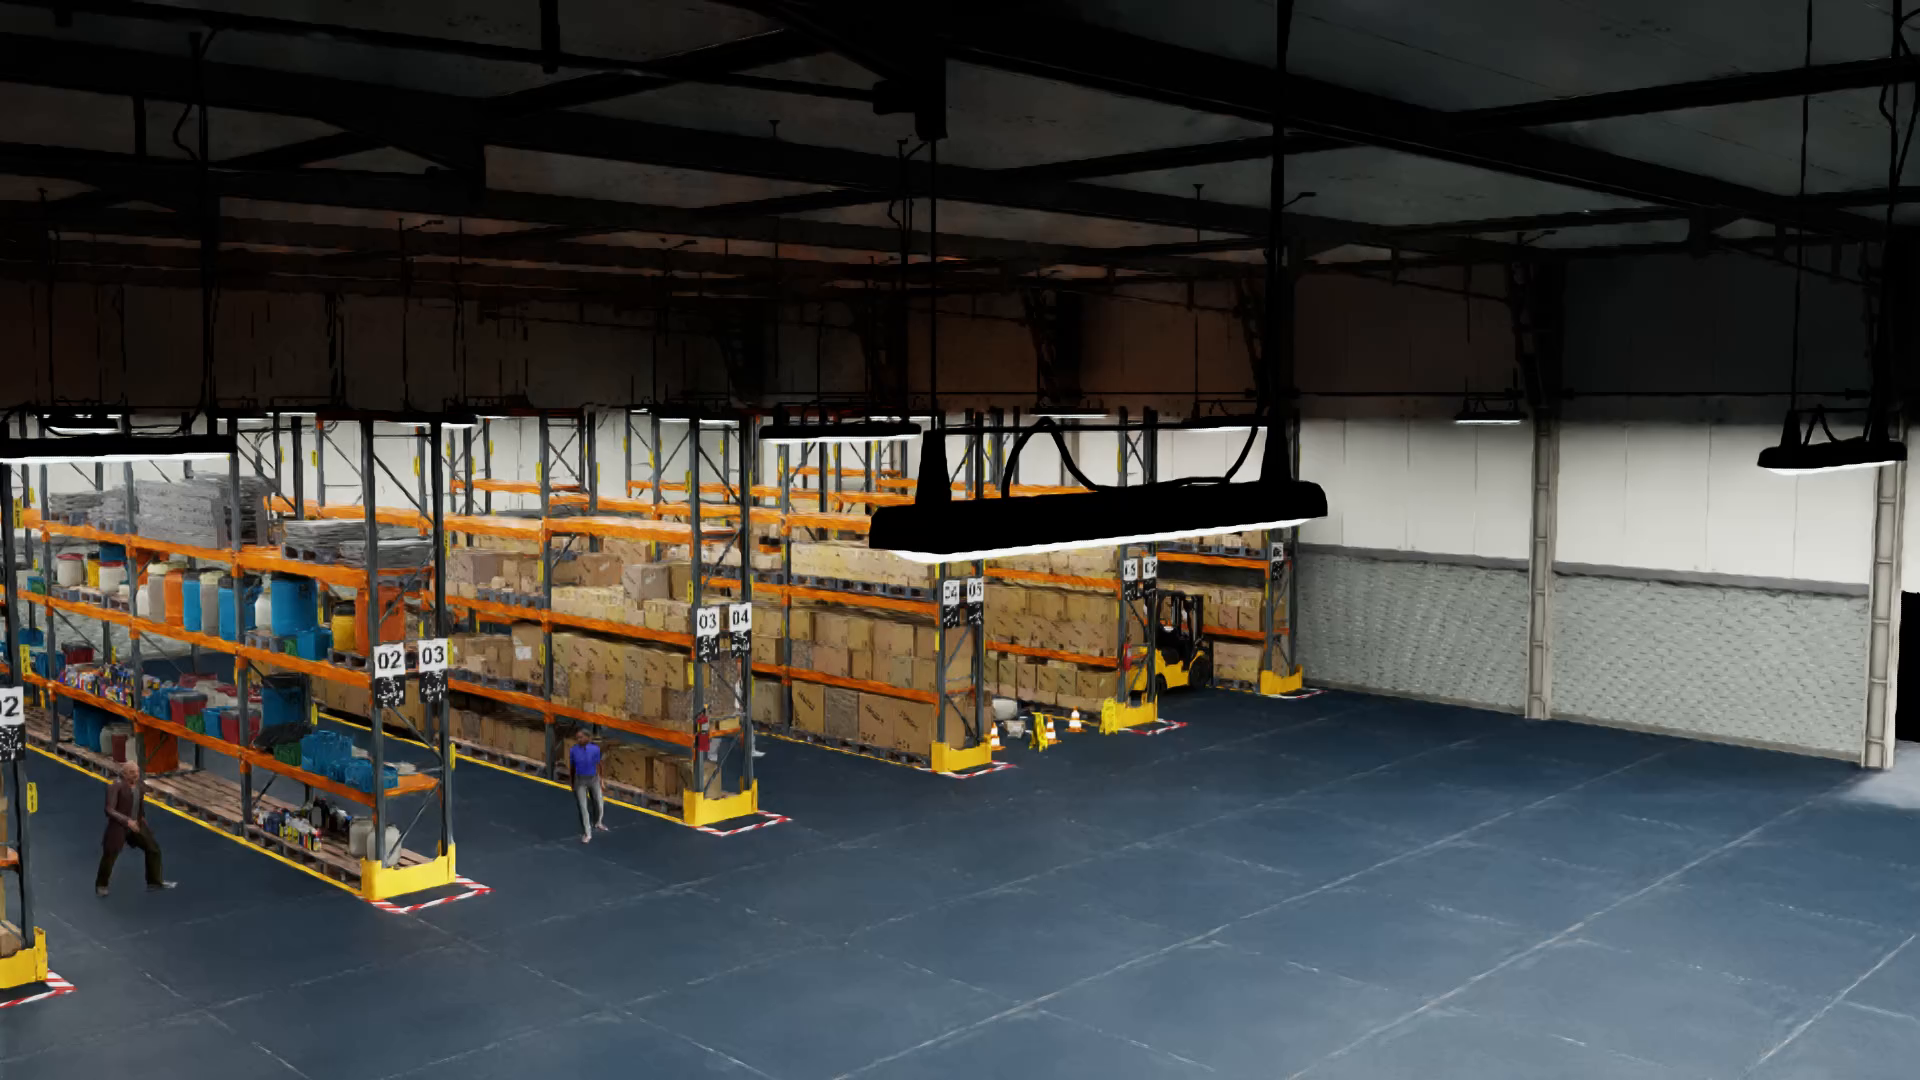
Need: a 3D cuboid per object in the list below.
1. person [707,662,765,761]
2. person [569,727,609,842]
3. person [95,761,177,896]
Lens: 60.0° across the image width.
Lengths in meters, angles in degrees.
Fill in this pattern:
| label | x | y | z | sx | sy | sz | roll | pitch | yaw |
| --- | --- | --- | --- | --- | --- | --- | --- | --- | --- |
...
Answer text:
| label | x | y | z | sx | sy | sz | roll | pitch | yaw |
| --- | --- | --- | --- | --- | --- | --- | --- | --- | --- |
| person | -3.926 | 2.932 | 28.633 | 0.896 | 1.715 | 0.736 | 3 | 6 | 28 |
| person | -5.265 | 3.427 | 23.584 | 0.520 | 1.644 | 0.523 | -1 | 5 | -9 |
| person | -10.495 | 3.610 | 20.942 | 0.888 | 1.714 | 0.737 | 3 | 6 | 26 |
